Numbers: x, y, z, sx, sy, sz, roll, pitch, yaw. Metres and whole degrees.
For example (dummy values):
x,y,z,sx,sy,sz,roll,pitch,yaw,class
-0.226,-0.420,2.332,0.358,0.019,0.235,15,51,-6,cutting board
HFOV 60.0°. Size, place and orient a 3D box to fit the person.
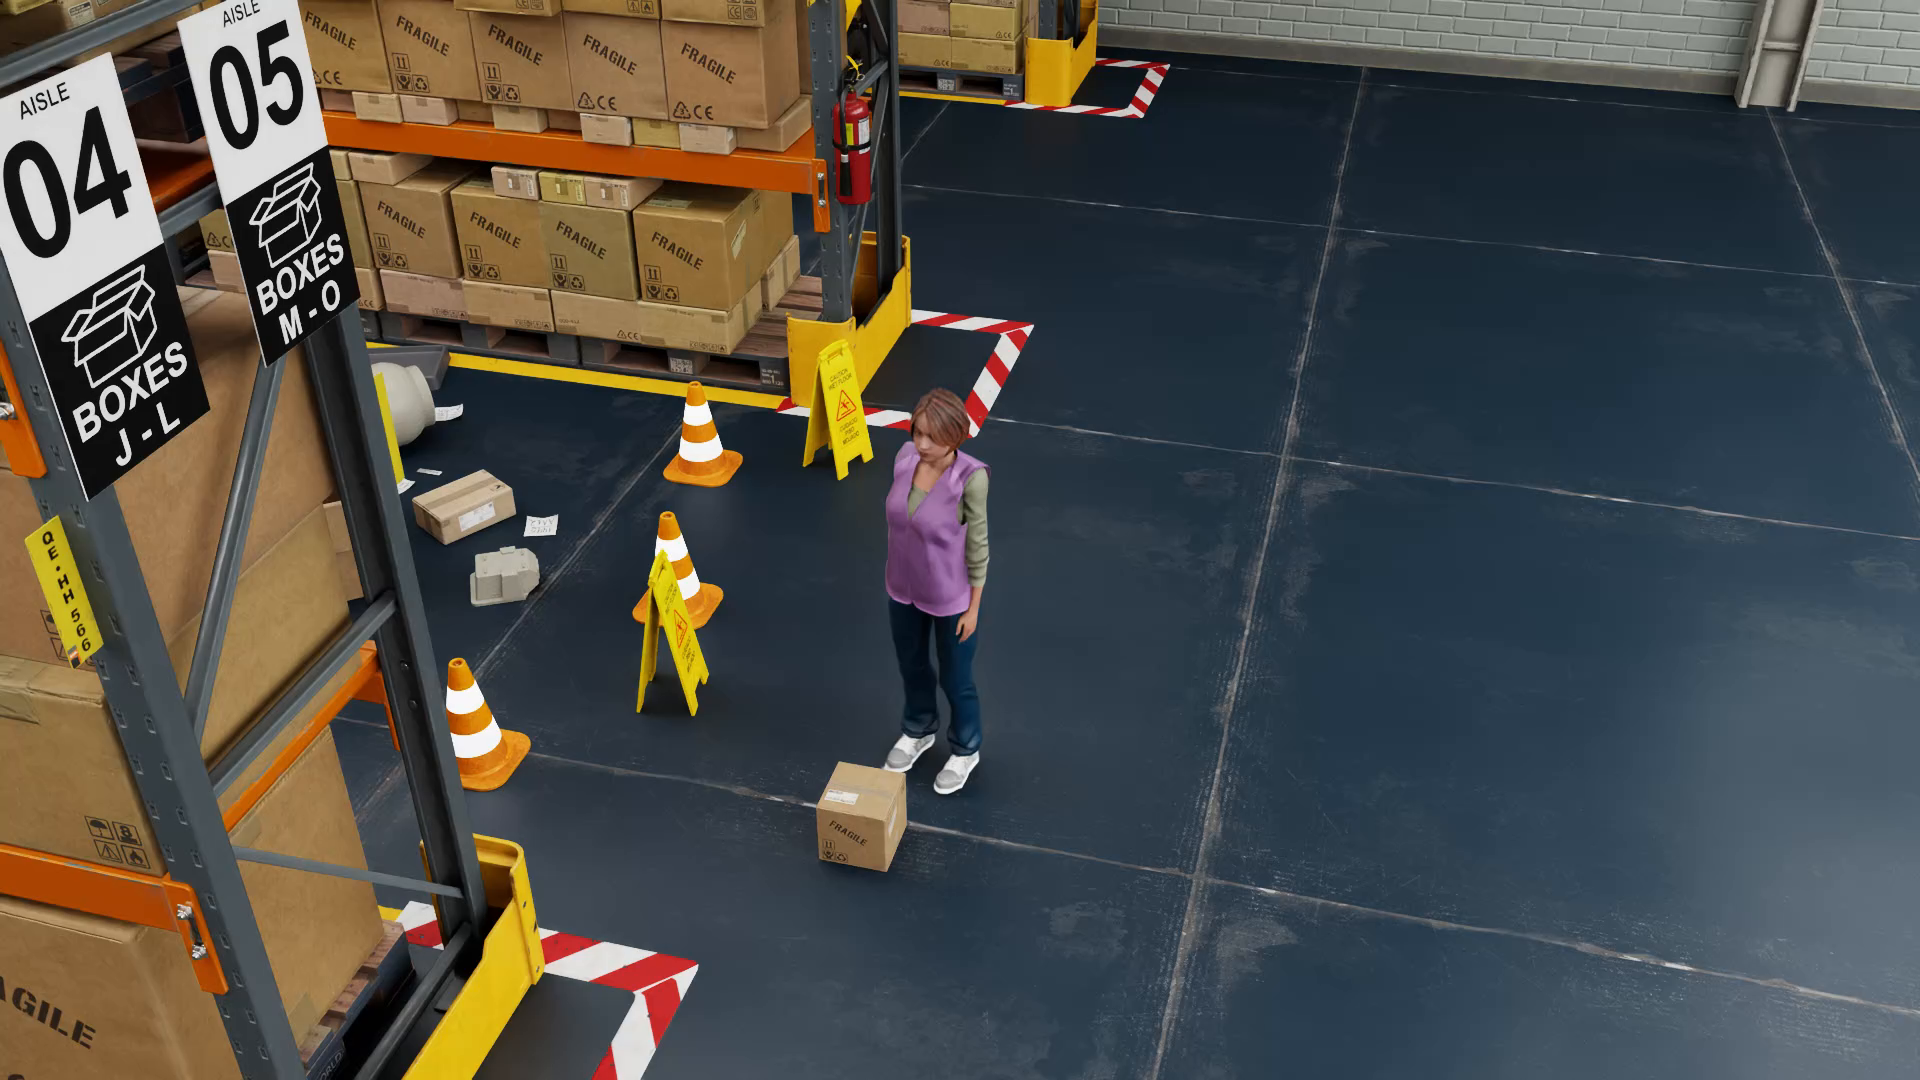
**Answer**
x,y,z,sx,sy,sz,roll,pitch,yaw,class
-0.080,0.193,5.857,0.404,1.598,0.307,20,38,27,person
